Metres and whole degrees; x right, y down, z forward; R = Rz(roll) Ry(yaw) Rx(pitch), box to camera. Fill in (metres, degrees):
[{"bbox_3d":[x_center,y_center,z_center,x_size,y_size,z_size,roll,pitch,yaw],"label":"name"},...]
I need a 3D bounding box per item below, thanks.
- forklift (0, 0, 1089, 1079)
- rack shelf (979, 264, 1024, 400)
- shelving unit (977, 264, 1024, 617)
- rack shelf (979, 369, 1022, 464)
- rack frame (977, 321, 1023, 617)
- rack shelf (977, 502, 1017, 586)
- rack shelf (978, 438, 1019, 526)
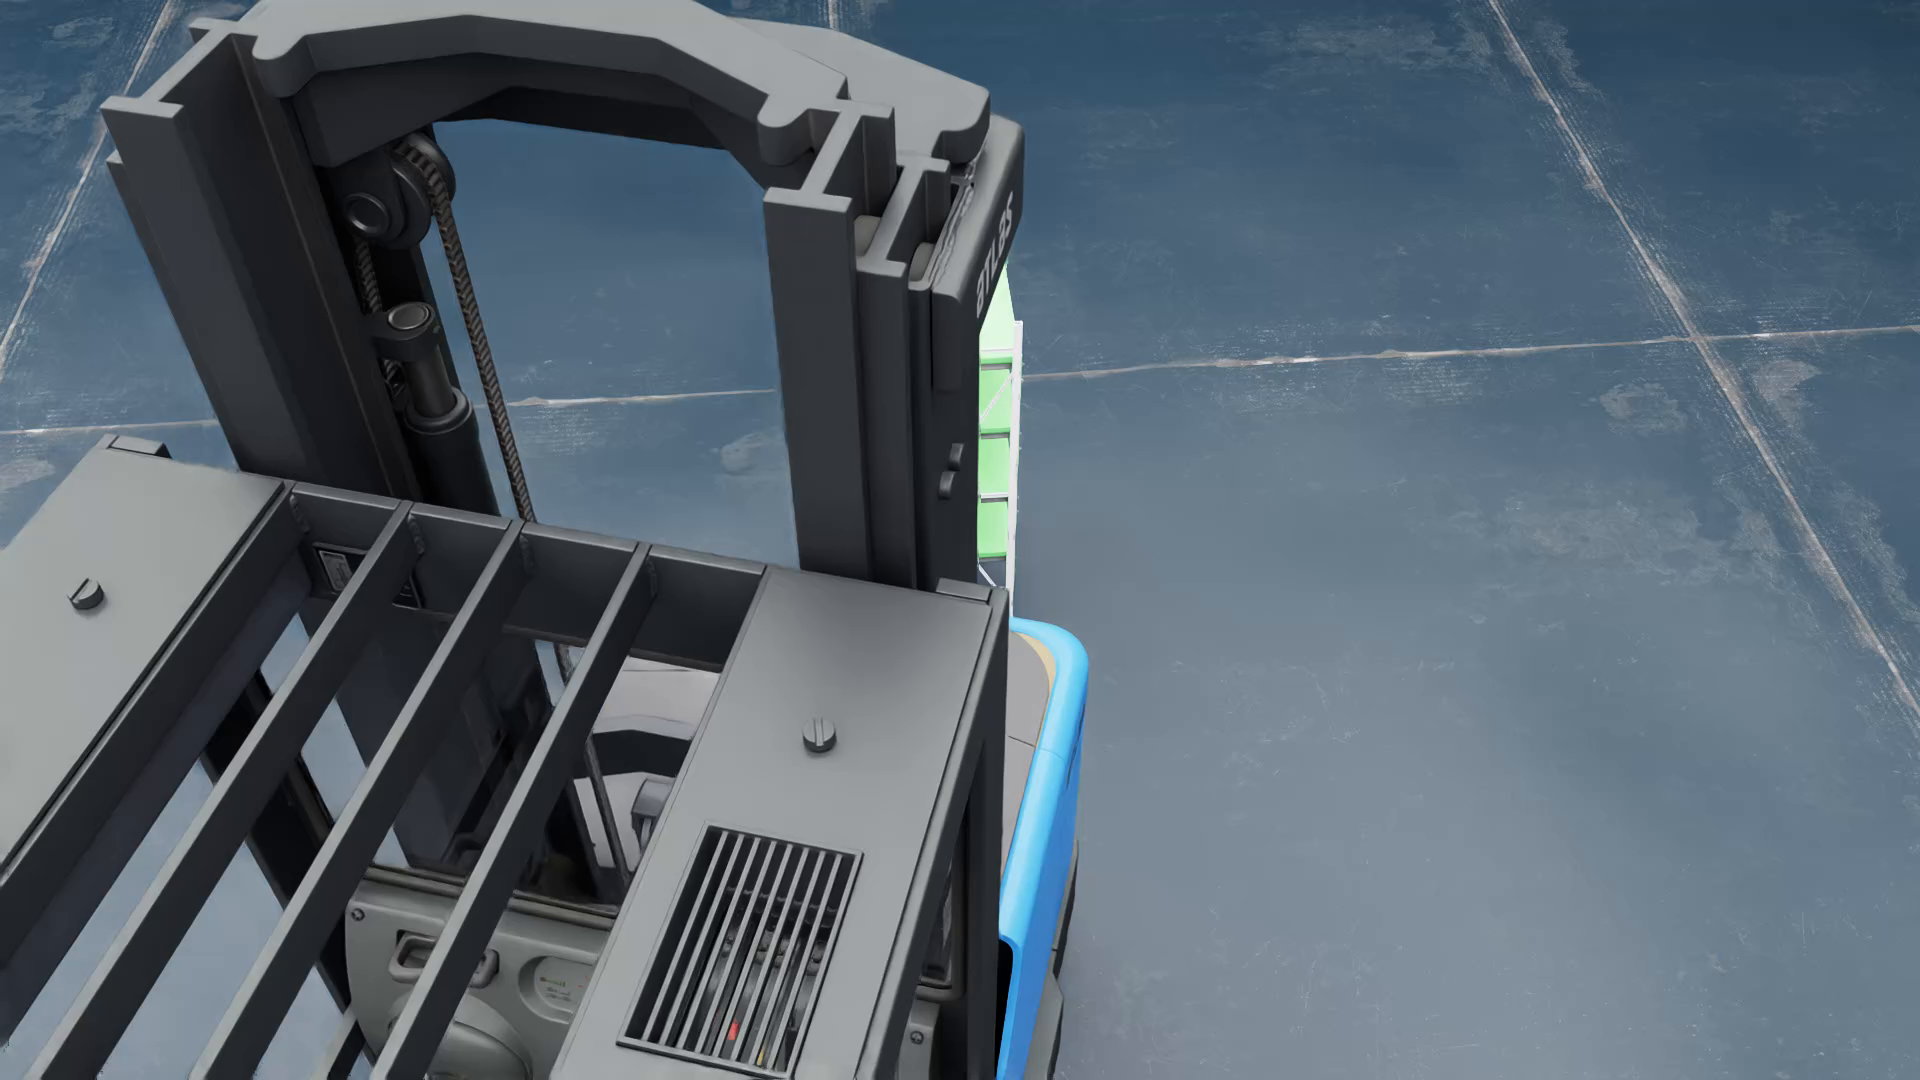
[{"bbox_3d":[-0.543,0.886,2.392,1.130,2.935,3.031,10,47,9],"label":"forklift"},{"bbox_3d":[0.014,-0.579,4.399,0.258,0.148,0.480,-3,47,-3],"label":"rack shelf"},{"bbox_3d":[0.014,-0.293,4.701,0.258,1.200,0.503,-3,47,-3],"label":"shelving unit"},{"bbox_3d":[0.014,-0.414,4.573,0.258,0.148,0.480,-3,47,-3],"label":"rack shelf"},{"bbox_3d":[0.034,-0.116,4.534,0.240,1.200,0.015,-3,47,-3],"label":"rack frame"},{"bbox_3d":[0.014,-0.084,4.922,0.258,0.148,0.480,-3,47,-3],"label":"rack shelf"},{"bbox_3d":[0.014,-0.249,4.747,0.258,0.148,0.480,-3,47,-3],"label":"rack shelf"}]
